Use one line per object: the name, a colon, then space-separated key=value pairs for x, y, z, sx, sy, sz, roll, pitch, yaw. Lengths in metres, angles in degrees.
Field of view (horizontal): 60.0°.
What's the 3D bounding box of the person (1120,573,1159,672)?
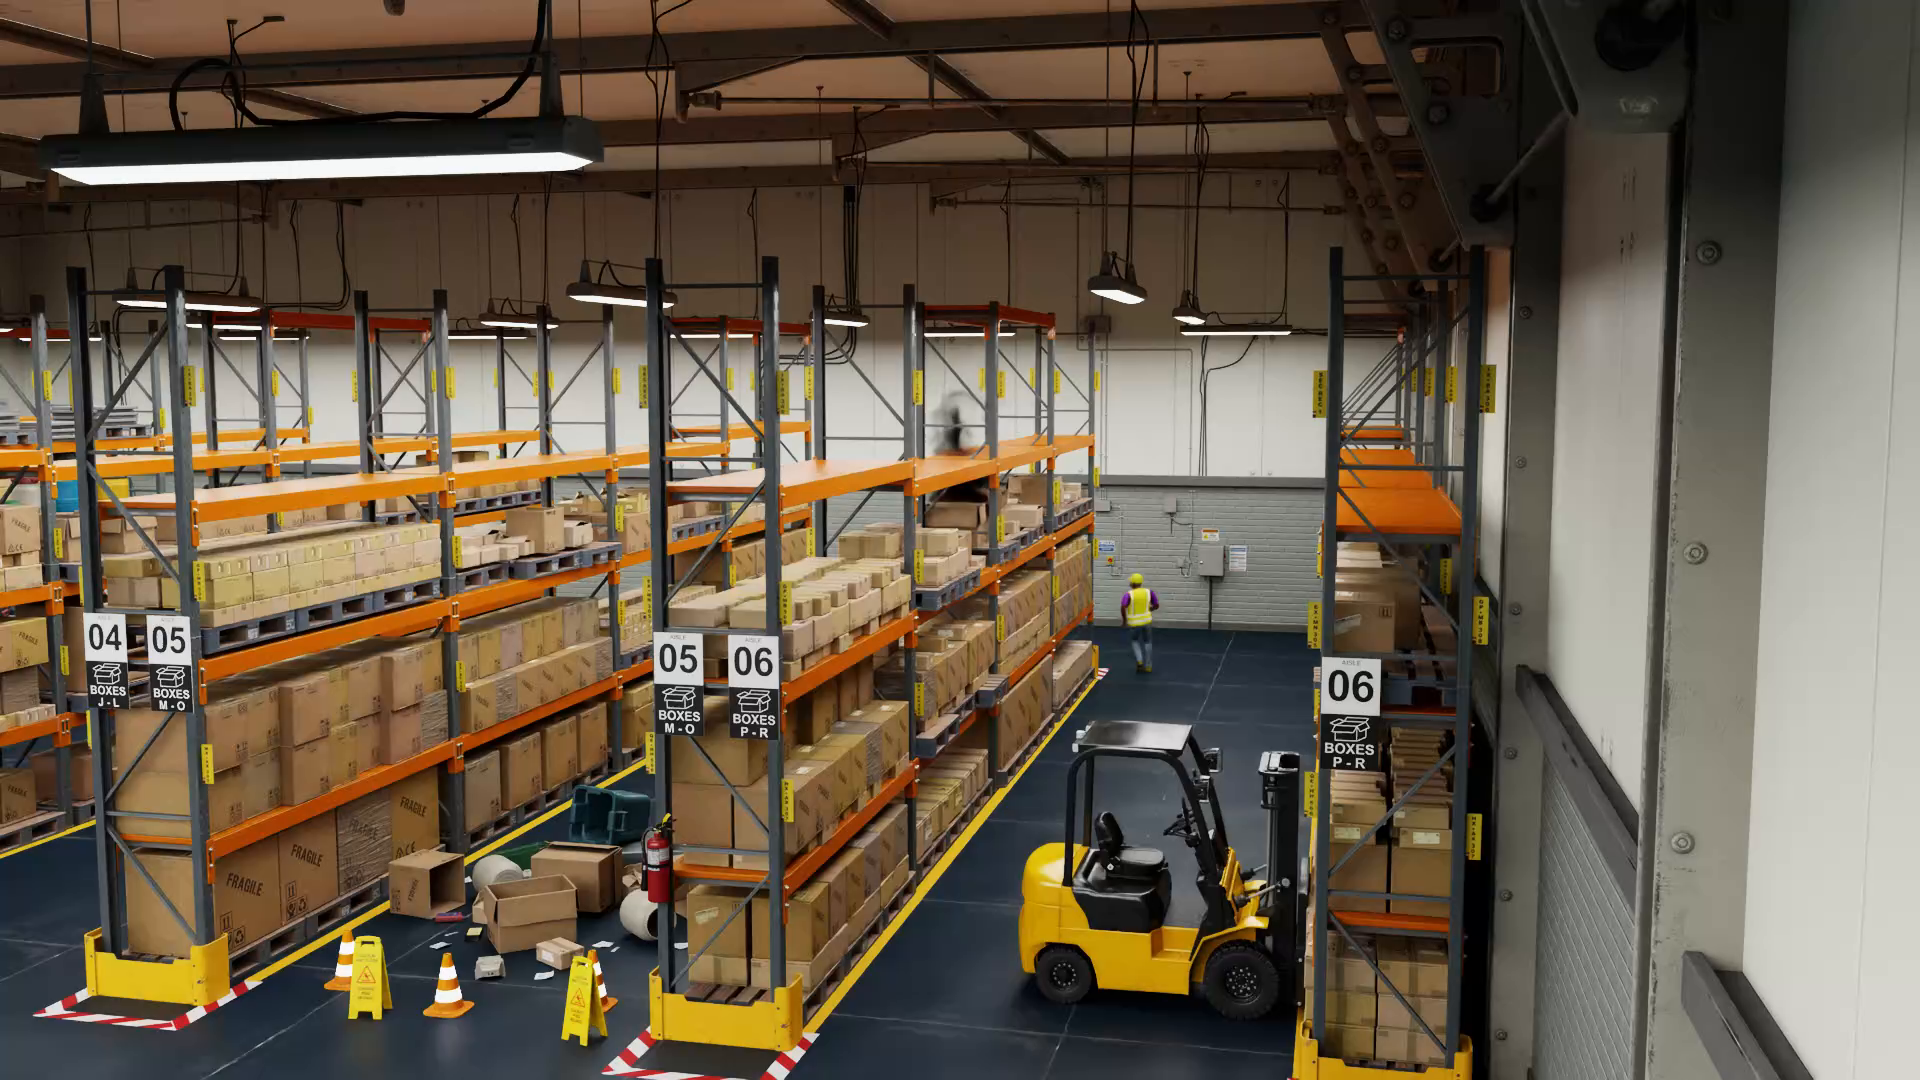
person: x=3.073 y=1.436 z=28.683 sx=0.714 sy=1.751 sz=0.625 roll=0 pitch=6 yaw=-4
